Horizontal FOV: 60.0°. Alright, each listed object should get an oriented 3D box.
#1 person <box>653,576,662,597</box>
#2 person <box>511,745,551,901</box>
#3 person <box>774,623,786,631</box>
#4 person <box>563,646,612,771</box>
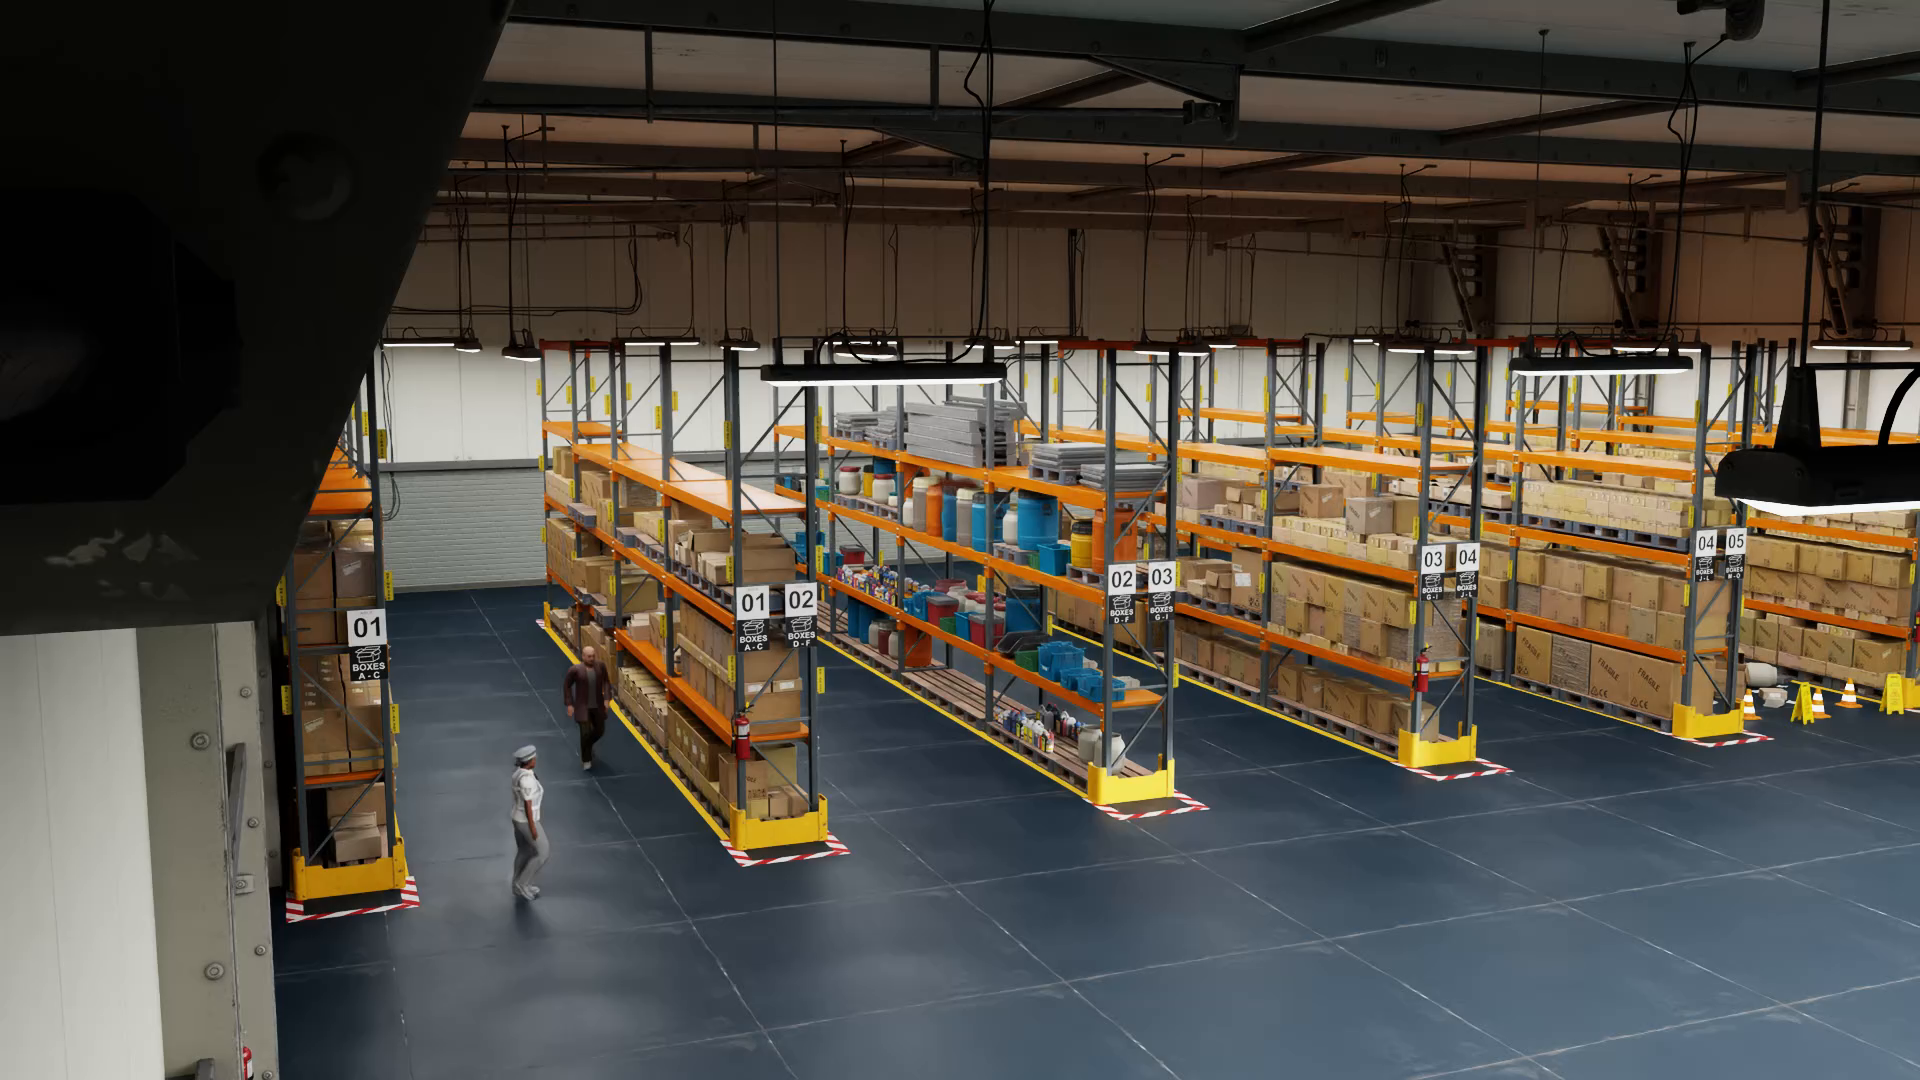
[{"bbox_3d":[-6.477,0.948,35.153,0.465,1.596,1.029,-4,9,-31],"label":"person"},{"bbox_3d":[-4.760,3.116,18.377,0.408,1.694,0.478,-3,8,-21],"label":"person"},{"bbox_3d":[-3.048,1.752,27.235,0.591,1.545,1.045,-5,9,-34],"label":"person"},{"bbox_3d":[-5.371,2.370,23.895,0.668,1.763,0.756,-5,9,-32],"label":"person"}]
